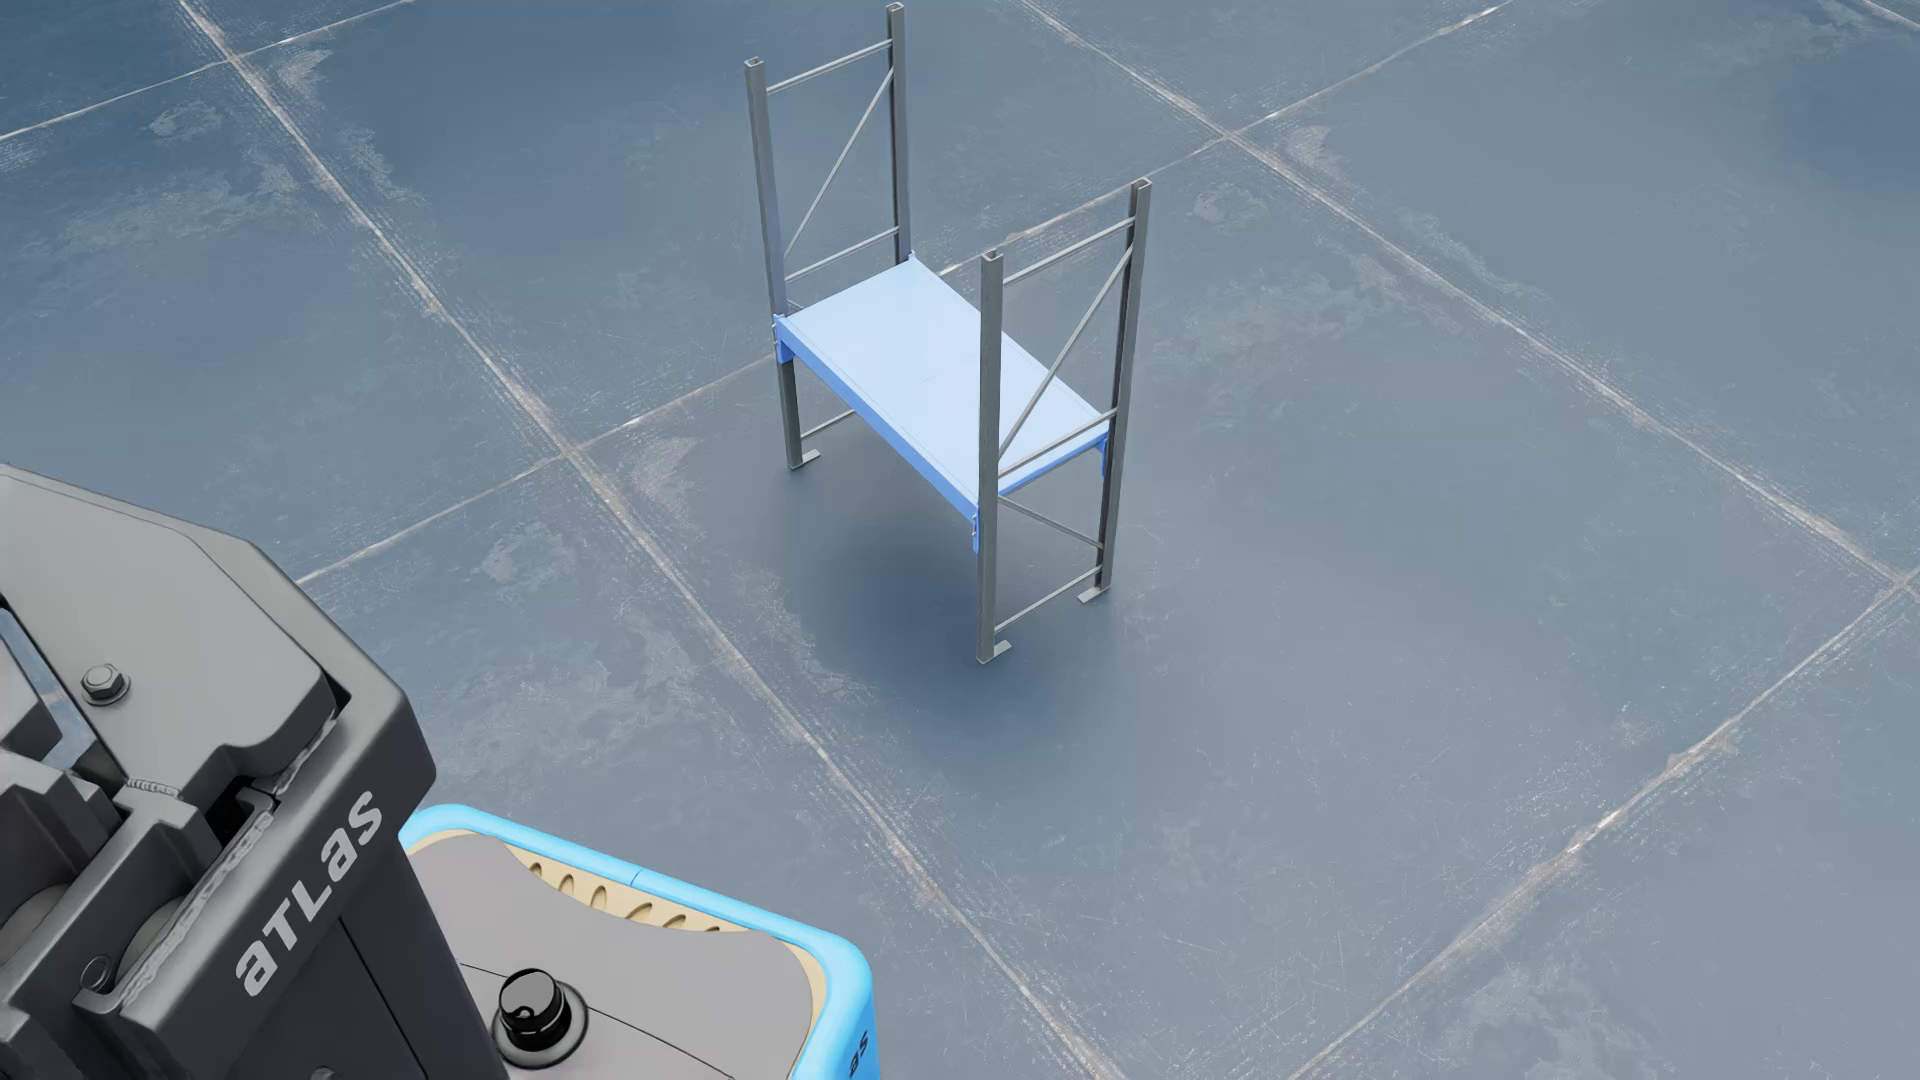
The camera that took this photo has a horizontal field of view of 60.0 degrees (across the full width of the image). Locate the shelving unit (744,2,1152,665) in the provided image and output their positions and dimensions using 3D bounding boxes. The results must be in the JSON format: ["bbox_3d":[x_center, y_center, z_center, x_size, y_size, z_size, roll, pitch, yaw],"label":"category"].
[{"bbox_3d":[-0.052,-0.554,4.740,0.538,1.500,1.048,-29,54,-24],"label":"shelving unit"}]

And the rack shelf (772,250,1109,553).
[{"bbox_3d":[-0.052,-0.433,4.873,0.538,0.185,1.000,-29,54,-24],"label":"rack shelf"}]

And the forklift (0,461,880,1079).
[{"bbox_3d":[-1.148,1.397,2.005,1.130,2.935,3.031,16,50,14],"label":"forklift"}]

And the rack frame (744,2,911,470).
[{"bbox_3d":[-0.359,-0.854,5.012,0.500,1.500,0.032,-29,54,-24],"label":"rack frame"}]

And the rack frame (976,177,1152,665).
[{"bbox_3d":[0.256,-0.254,4.468,0.500,1.500,0.032,-29,54,-24],"label":"rack frame"}]
